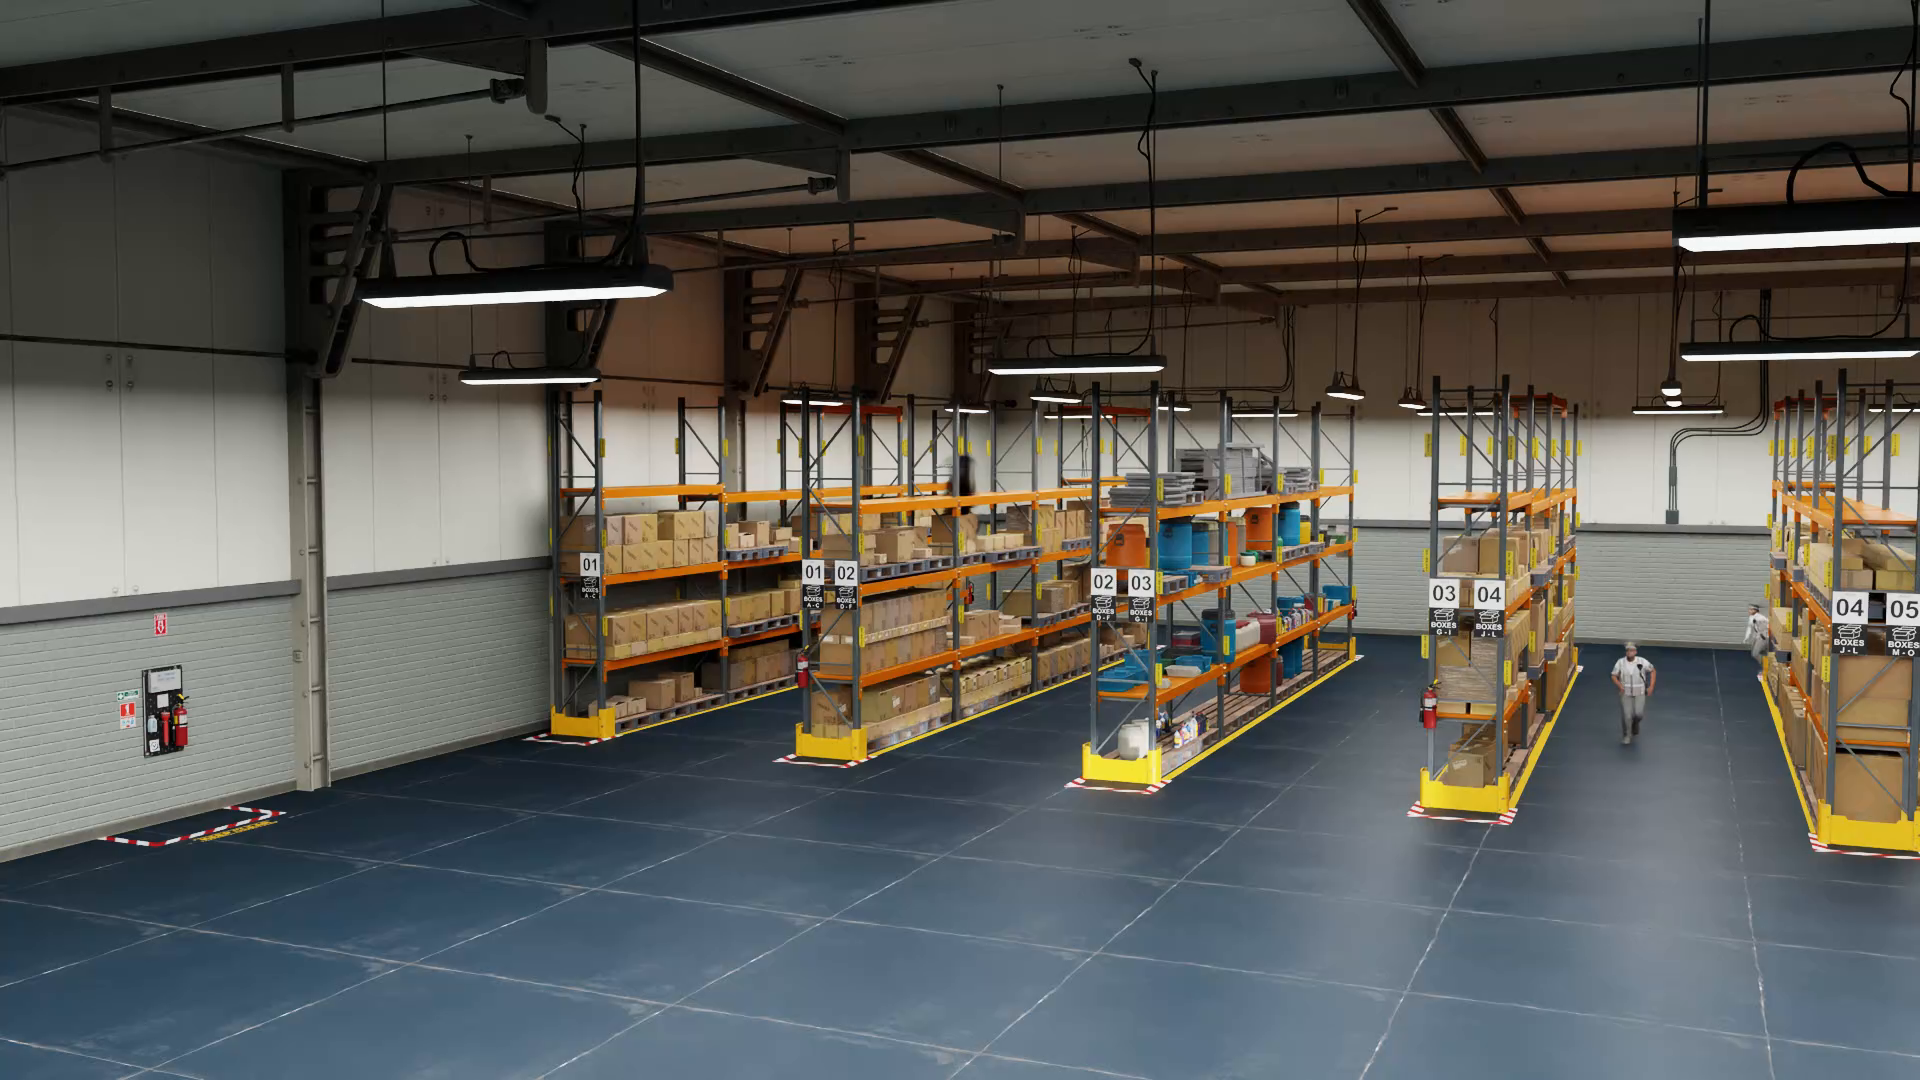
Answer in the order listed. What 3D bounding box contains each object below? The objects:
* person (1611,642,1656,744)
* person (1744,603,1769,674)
[{"bbox_3d":[11.393,2.587,28.141,0.699,1.746,0.647,1,3,23],"label":"person"},{"bbox_3d":[17.708,2.185,36.807,0.597,1.588,0.628,0,3,0],"label":"person"}]
